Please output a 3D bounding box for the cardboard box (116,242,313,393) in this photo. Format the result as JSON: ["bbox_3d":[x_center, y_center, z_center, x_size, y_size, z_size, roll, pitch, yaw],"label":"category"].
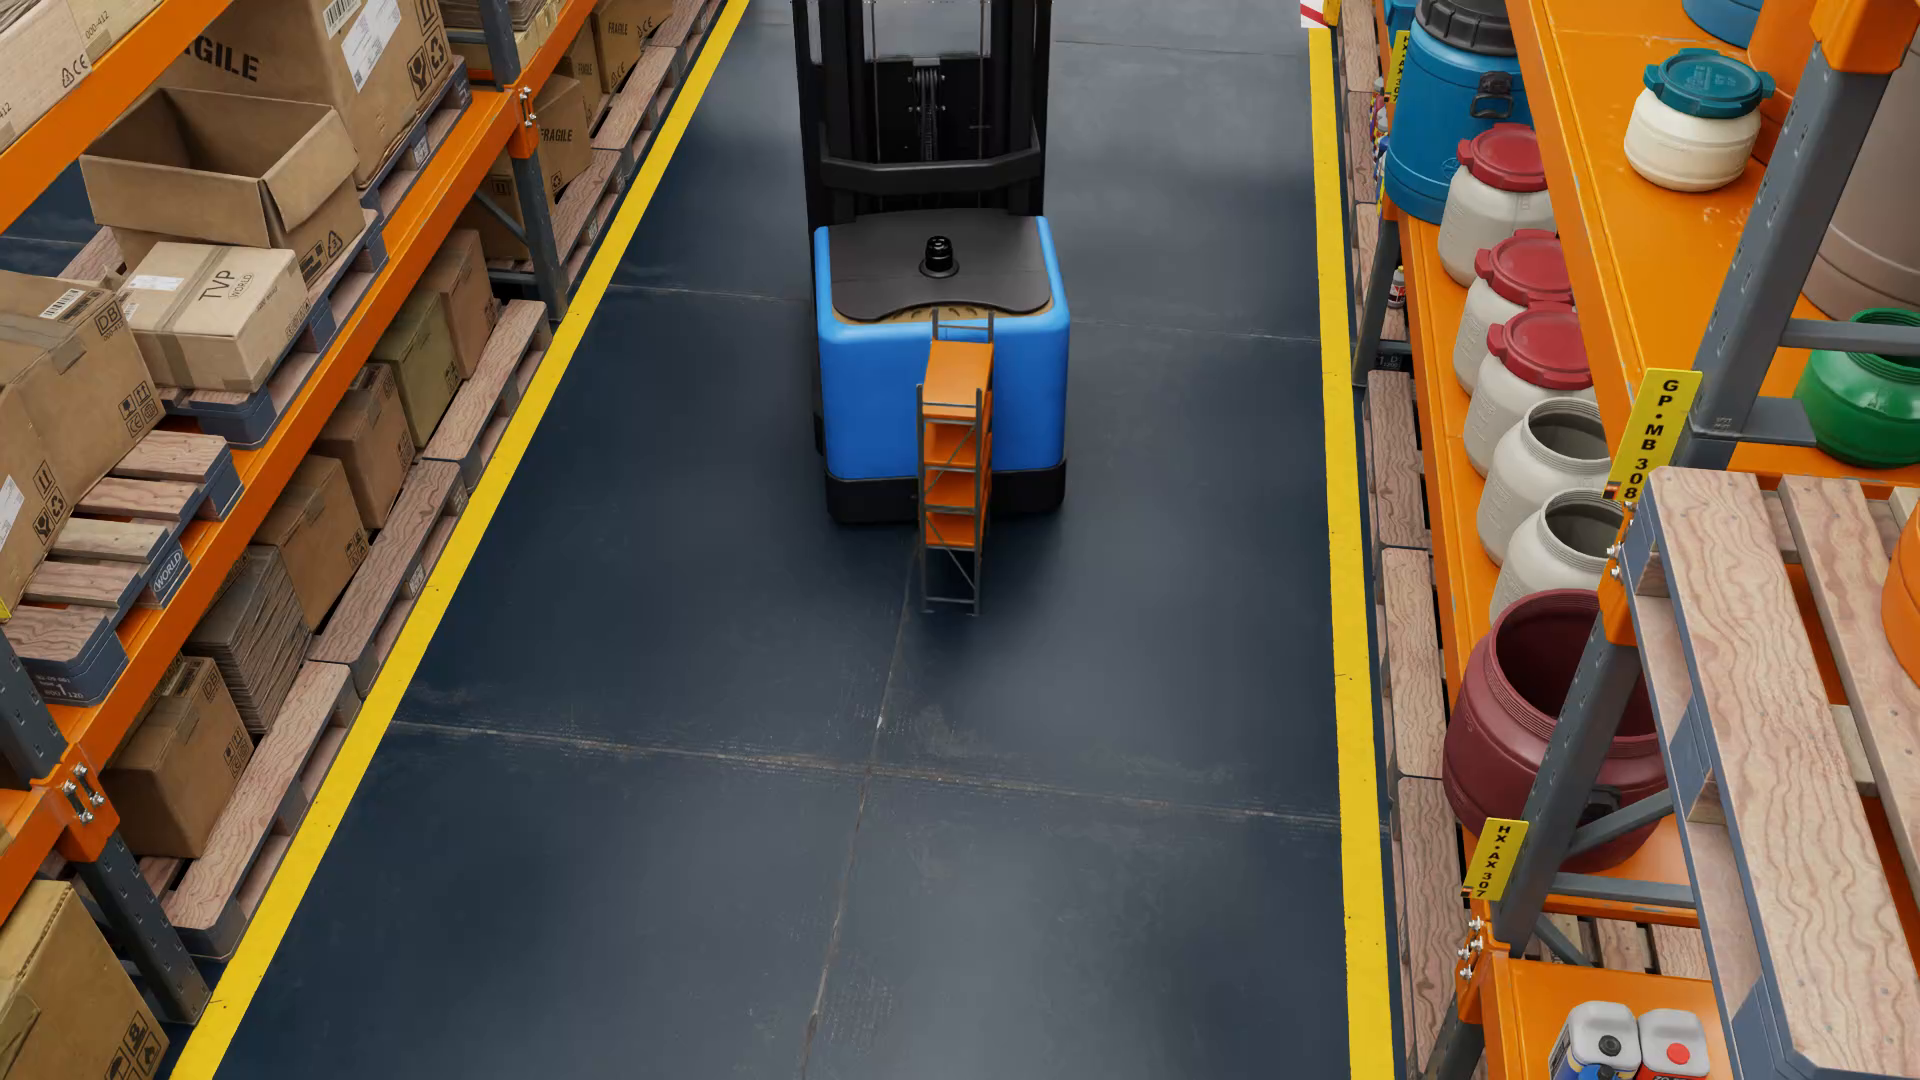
[{"bbox_3d":[-2.588,-0.769,5.707,0.500,0.250,0.500,4,44,4],"label":"cardboard box"}]

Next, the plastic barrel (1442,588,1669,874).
[{"bbox_3d":[1.633,0.507,4.456,0.600,0.536,0.708,5,44,6],"label":"plastic barrel"}]

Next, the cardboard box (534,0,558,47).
[{"bbox_3d":[-2.136,-2.473,7.885,0.380,0.149,0.250,5,44,6],"label":"cardboard box"}]

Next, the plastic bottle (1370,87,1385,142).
[{"bbox_3d":[2.333,-2.365,9.244,0.061,0.283,0.133,6,44,6],"label":"plastic bottle"}]

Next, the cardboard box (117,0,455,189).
[{"bbox_3d":[-2.753,-2.118,6.585,1.000,1.000,1.000,6,44,6],"label":"cardboard box"}]

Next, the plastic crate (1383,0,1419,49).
[{"bbox_3d":[2.278,-2.551,7.892,0.499,0.251,0.616,5,44,6],"label":"plastic crate"}]

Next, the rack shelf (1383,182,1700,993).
[{"bbox_3d":[2.136,-0.201,5.827,1.077,0.370,4.000,5,44,6],"label":"rack shelf"}]

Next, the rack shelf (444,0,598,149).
[{"bbox_3d":[-2.245,-3.378,9.181,1.077,0.370,4.000,5,44,6],"label":"rack shelf"}]

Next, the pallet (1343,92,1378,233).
[{"bbox_3d":[2.689,-2.101,9.337,1.003,0.211,1.213,5,44,6],"label":"pallet"}]

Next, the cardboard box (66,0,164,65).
[{"bbox_3d":[-2.597,-1.583,4.690,0.500,0.250,0.500,6,44,6],"label":"cardboard box"}]

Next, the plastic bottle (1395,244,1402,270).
[{"bbox_3d":[2.137,-1.357,8.179,0.061,0.283,0.133,7,44,8],"label":"plastic bottle"}]

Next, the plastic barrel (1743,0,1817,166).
[{"bbox_3d":[2.282,-1.331,4.002,0.600,0.830,0.708,5,44,6],"label":"plastic barrel"}]

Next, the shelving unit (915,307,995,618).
[{"bbox_3d":[-0.014,-0.293,6.709,0.258,1.200,0.503,4,44,4],"label":"shelving unit"}]

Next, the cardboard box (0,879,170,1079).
[{"bbox_3d":[-3.150,1.538,4.707,1.225,0.875,0.875,3,44,4],"label":"cardboard box"}]

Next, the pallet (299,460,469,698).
[{"bbox_3d":[-2.769,0.101,7.012,1.003,0.211,1.213,5,44,6],"label":"pallet"}]

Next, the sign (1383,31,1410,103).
[{"bbox_3d":[1.857,-1.984,6.984,0.100,0.325,0.005,5,44,6],"label":"sign"}]

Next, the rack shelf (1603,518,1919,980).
[{"bbox_3d":[1.607,1.435,1.916,1.077,0.370,4.000,5,44,6],"label":"rack shelf"}]

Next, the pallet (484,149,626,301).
[{"bbox_3d":[-2.455,-1.724,8.940,1.003,0.211,1.213,5,44,6],"label":"pallet"}]

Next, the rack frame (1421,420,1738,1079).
[{"bbox_3d":[1.872,0.900,4.140,1.000,3.000,0.127,5,44,6],"label":"rack frame"}]

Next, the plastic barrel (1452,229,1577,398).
[{"bbox_3d":[1.960,-0.743,5.776,0.433,0.535,0.433,0,43,0],"label":"plastic barrel"}]

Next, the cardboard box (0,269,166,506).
[{"bbox_3d":[-3.031,-0.500,5.240,0.700,0.500,0.500,11,45,12],"label":"cardboard box"}]

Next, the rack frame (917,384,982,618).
[{"bbox_3d":[-0.040,-0.126,6.533,0.240,1.200,0.015,4,44,4],"label":"rack frame"}]

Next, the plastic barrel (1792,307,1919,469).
[{"bbox_3d":[1.854,-0.305,3.344,0.294,0.245,0.294,0,43,0],"label":"plastic barrel"}]

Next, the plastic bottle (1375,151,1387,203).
[{"bbox_3d":[2.293,-1.923,8.782,0.152,0.276,0.135,6,44,6],"label":"plastic bottle"}]

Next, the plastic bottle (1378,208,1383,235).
[{"bbox_3d":[2.206,-1.710,8.552,0.061,0.283,0.133,8,44,8],"label":"plastic bottle"}]

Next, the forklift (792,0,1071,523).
[{"bbox_3d":[-0.182,-2.150,7.411,1.130,2.935,3.031,-3,44,-4],"label":"forklift"}]

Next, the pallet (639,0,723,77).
[{"bbox_3d":[-2.133,-3.387,10.696,1.003,0.211,1.213,5,44,6],"label":"pallet"}]

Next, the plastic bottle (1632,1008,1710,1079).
[{"bbox_3d":[1.645,1.225,3.887,0.152,0.276,0.135,5,44,6],"label":"plastic bottle"}]

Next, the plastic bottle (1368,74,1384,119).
[{"bbox_3d":[2.381,-2.514,9.410,0.097,0.271,0.097,0,43,0],"label":"plastic bottle"}]

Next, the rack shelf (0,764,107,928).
[{"bbox_3d":[-3.302,2.074,3.423,1.077,0.370,4.000,5,44,6],"label":"rack shelf"}]

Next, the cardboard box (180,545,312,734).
[{"bbox_3d":[-2.908,0.360,6.208,0.700,0.500,0.500,2,43,2],"label":"cardboard box"}]

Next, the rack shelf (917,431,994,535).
[{"bbox_3d":[-0.014,-0.244,6.755,0.258,0.148,0.480,4,44,4],"label":"rack shelf"}]

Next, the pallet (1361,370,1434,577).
[{"bbox_3d":[2.335,-0.274,7.409,1.003,0.211,1.213,5,44,6],"label":"pallet"}]

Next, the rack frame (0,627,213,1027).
[{"bbox_3d":[-3.038,0.450,4.615,1.000,3.000,0.127,5,44,6],"label":"rack frame"}]

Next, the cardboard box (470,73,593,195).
[{"bbox_3d":[-2.348,-2.181,8.906,0.500,0.500,0.500,19,46,19],"label":"cardboard box"}]

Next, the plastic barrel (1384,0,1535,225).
[{"bbox_3d":[2.049,-1.772,6.597,0.600,0.901,0.708,5,44,6],"label":"plastic barrel"}]

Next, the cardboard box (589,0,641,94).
[{"bbox_3d":[-2.226,-2.987,9.758,0.500,0.500,0.500,9,44,9],"label":"cardboard box"}]

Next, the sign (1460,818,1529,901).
[{"bbox_3d":[1.325,0.796,4.131,0.100,0.325,0.005,5,44,6],"label":"sign"}]

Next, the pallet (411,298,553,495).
[{"bbox_3d":[-2.610,-0.733,7.892,1.003,0.211,1.213,5,44,6],"label":"pallet"}]

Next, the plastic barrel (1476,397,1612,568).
[{"bbox_3d":[1.852,-0.148,5.165,0.421,0.512,0.421,0,43,0],"label":"plastic barrel"}]

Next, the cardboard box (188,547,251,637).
[{"bbox_3d":[-2.919,0.104,5.933,0.500,0.250,0.500,10,44,10],"label":"cardboard box"}]

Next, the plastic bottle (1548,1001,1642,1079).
[{"bbox_3d":[1.494,1.211,3.902,0.152,0.276,0.135,5,44,6],"label":"plastic bottle"}]

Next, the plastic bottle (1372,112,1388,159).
[{"bbox_3d":[2.322,-2.212,9.091,0.097,0.271,0.097,0,43,0],"label":"plastic bottle"}]

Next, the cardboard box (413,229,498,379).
[{"bbox_3d":[-2.611,-1.112,7.763,0.700,0.500,0.500,2,43,2],"label":"cardboard box"}]

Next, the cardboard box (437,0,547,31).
[{"bbox_3d":[-2.388,-2.721,7.676,0.875,0.500,0.500,5,44,6],"label":"cardboard box"}]

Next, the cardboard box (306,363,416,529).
[{"bbox_3d":[-2.767,-0.407,7.018,0.700,0.500,0.500,2,43,2],"label":"cardboard box"}]

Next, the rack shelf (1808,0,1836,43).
[{"bbox_3d":[2.136,-2.235,3.901,1.077,0.370,4.000,5,44,6],"label":"rack shelf"}]

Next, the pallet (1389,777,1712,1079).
[{"bbox_3d":[2.013,1.388,5.652,1.003,0.211,1.213,5,44,6],"label":"pallet"}]

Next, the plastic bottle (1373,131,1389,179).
[{"bbox_3d":[2.295,-2.074,8.945,0.097,0.271,0.097,0,43,0],"label":"plastic bottle"}]

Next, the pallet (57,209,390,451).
[{"bbox_3d":[-2.817,-0.833,6.110,1.003,0.211,1.213,5,44,6],"label":"pallet"}]

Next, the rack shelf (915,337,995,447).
[{"bbox_3d":[-0.014,-0.578,6.439,0.258,0.148,0.480,4,44,4],"label":"rack shelf"}]
